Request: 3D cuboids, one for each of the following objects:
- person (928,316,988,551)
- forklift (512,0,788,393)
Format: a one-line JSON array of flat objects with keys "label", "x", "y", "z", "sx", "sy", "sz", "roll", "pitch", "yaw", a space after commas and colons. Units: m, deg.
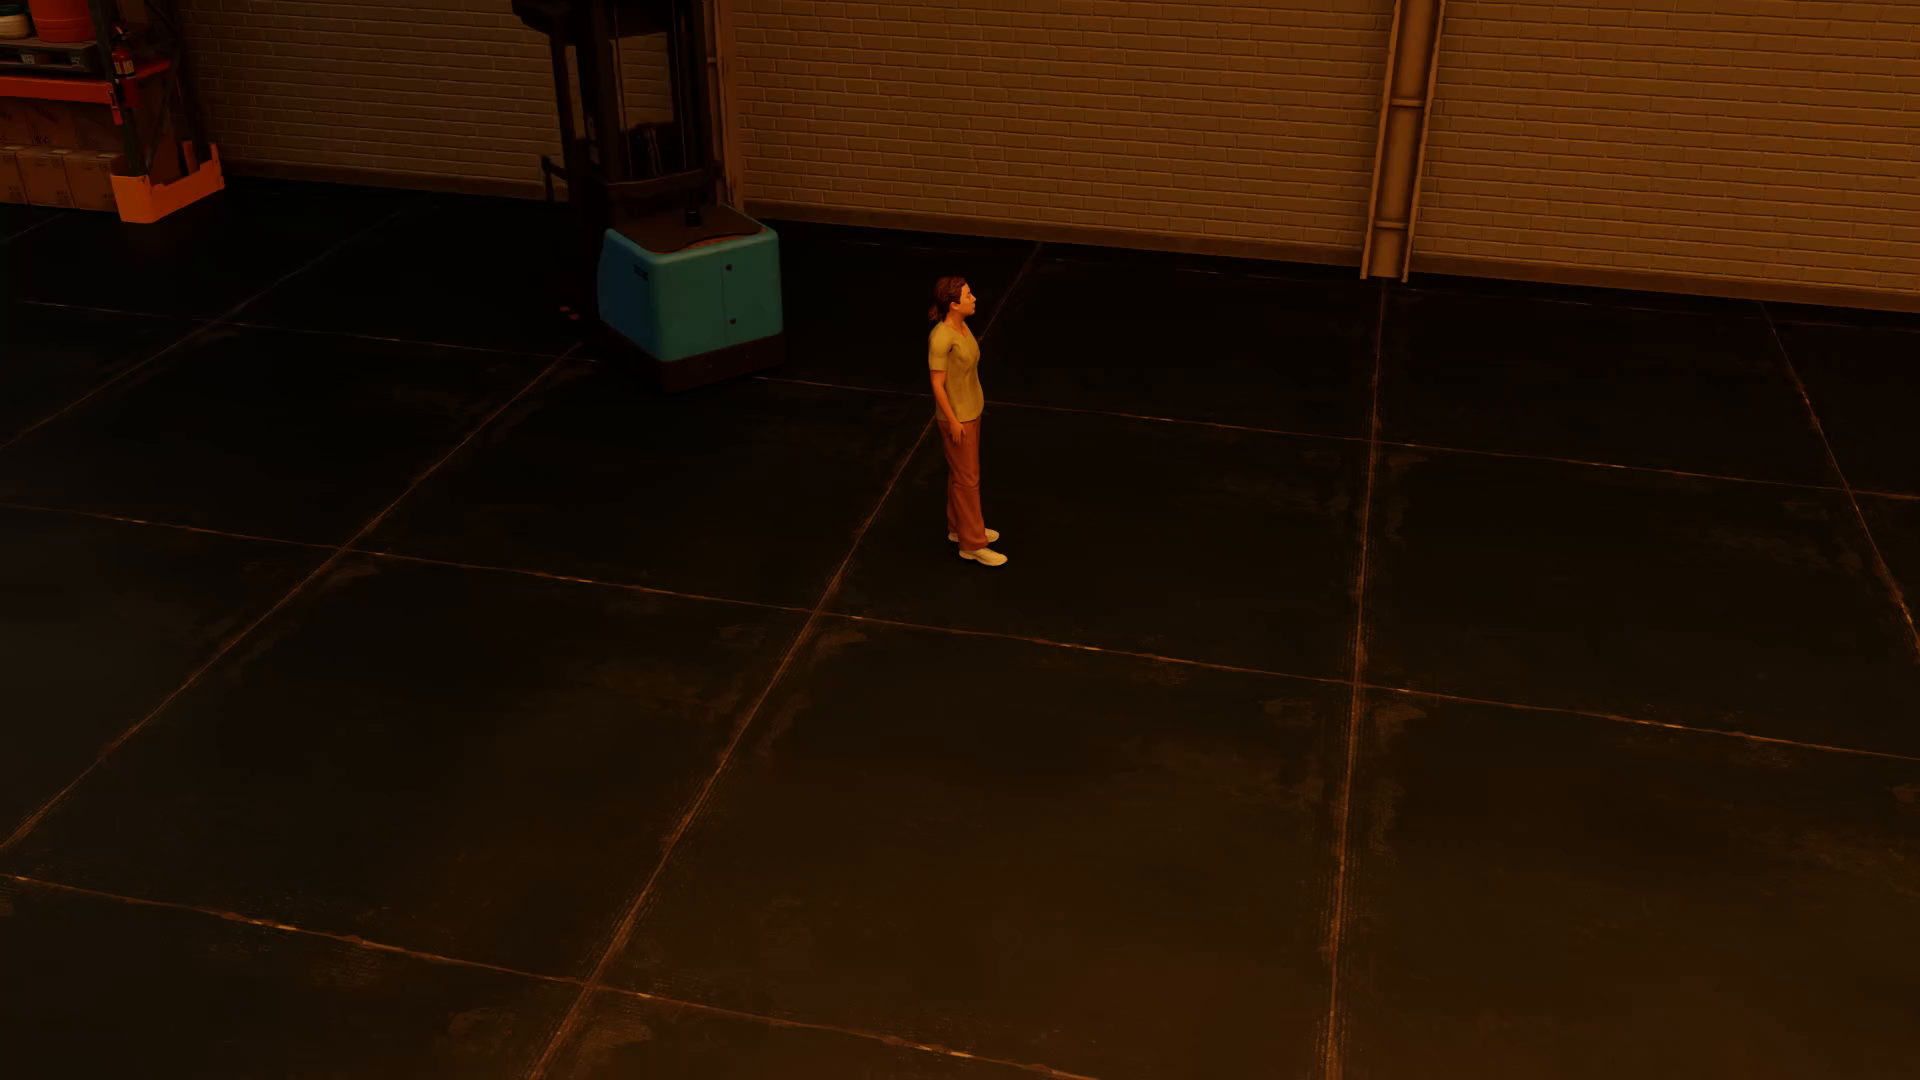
[{"label": "person", "x": 0.027, "y": -0.650, "z": 9.760, "sx": 0.395, "sy": 1.361, "sz": 0.521, "roll": 7, "pitch": 30, "yaw": 12}, {"label": "forklift", "x": -2.546, "y": -2.995, "z": 12.457, "sx": 1.130, "sy": 2.935, "sz": 3.031, "roll": -19, "pitch": 35, "yaw": -30}]
